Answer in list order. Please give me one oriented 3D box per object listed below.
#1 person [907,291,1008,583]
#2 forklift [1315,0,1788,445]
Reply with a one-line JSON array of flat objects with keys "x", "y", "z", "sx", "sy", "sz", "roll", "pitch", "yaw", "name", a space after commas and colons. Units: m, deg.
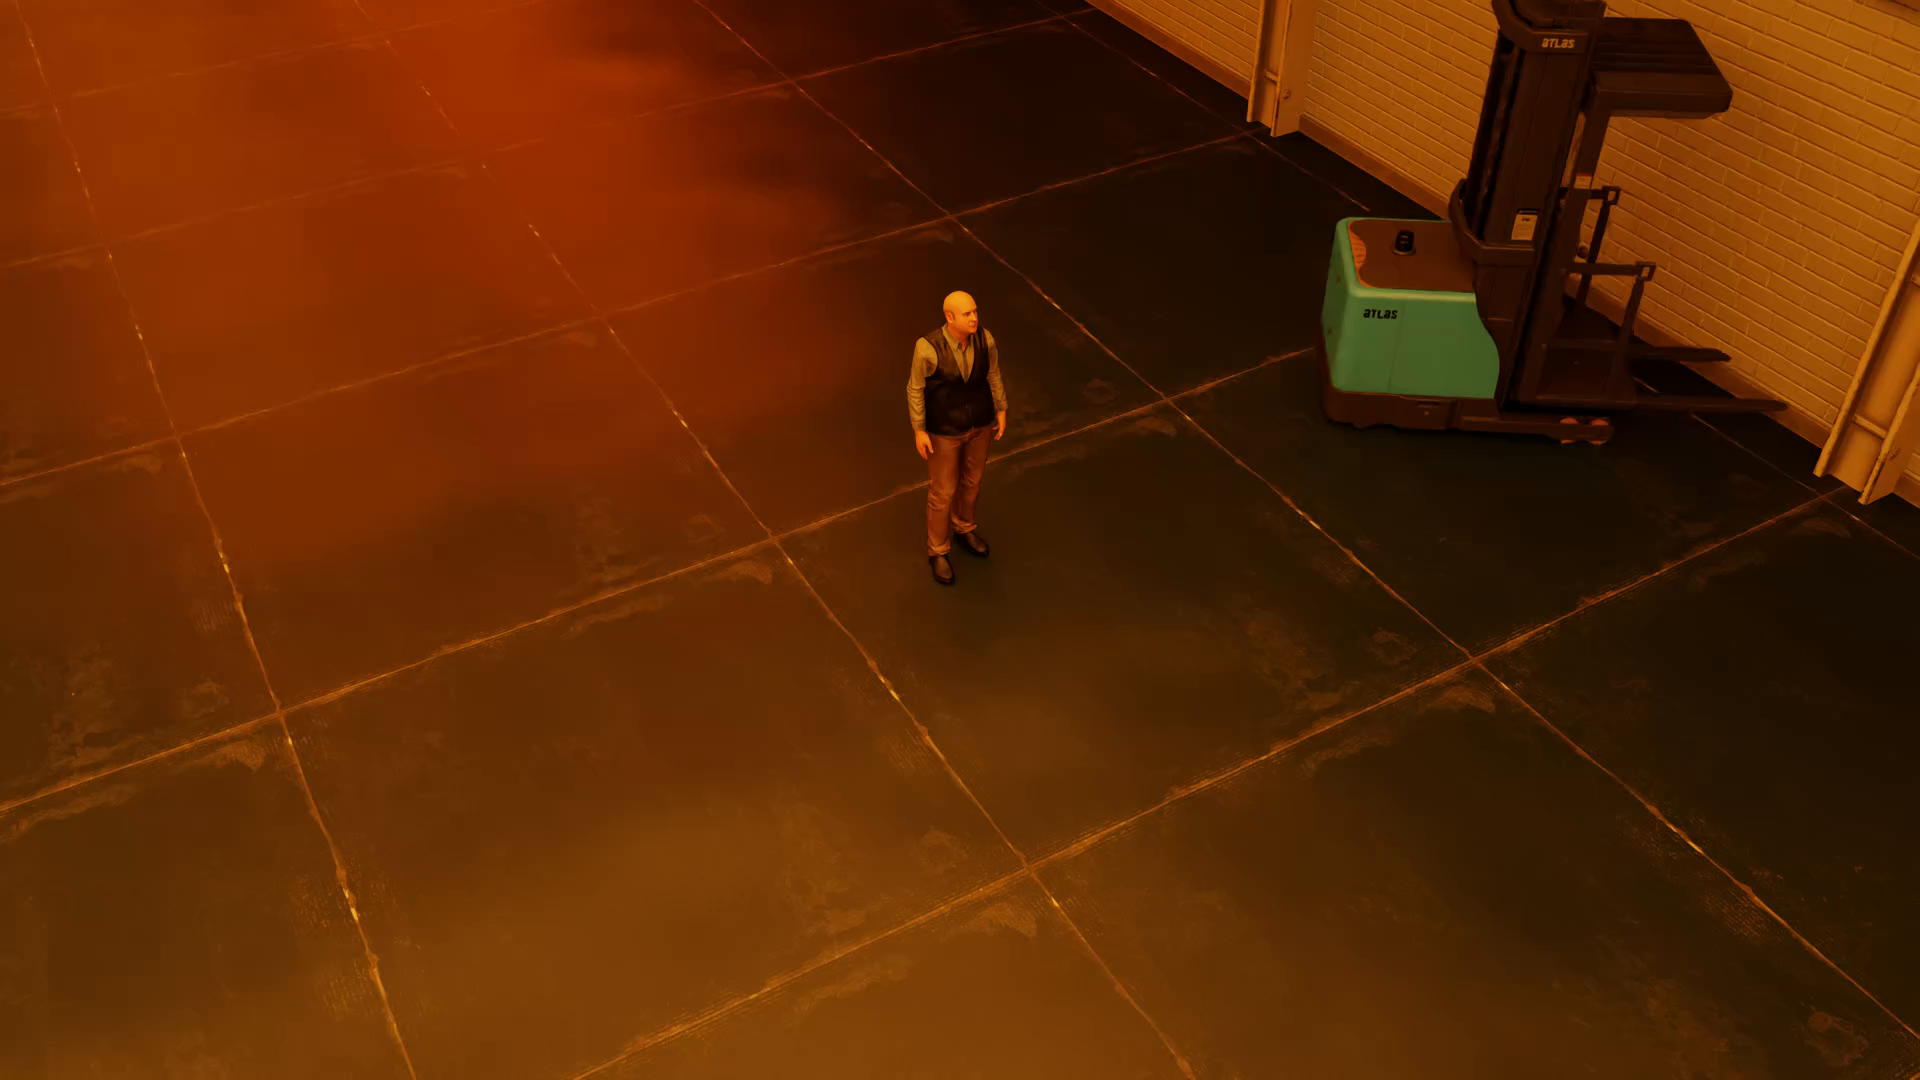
[{"x": 0.024, "y": -0.631, "z": 9.733, "sx": 0.632, "sy": 1.720, "sz": 0.568, "roll": -20, "pitch": 44, "yaw": -23, "name": "person"}, {"x": 4.014, "y": -2.121, "z": 10.593, "sx": 3.031, "sy": 2.935, "sz": 1.130, "roll": 3, "pitch": 40, "yaw": 4, "name": "forklift"}]
